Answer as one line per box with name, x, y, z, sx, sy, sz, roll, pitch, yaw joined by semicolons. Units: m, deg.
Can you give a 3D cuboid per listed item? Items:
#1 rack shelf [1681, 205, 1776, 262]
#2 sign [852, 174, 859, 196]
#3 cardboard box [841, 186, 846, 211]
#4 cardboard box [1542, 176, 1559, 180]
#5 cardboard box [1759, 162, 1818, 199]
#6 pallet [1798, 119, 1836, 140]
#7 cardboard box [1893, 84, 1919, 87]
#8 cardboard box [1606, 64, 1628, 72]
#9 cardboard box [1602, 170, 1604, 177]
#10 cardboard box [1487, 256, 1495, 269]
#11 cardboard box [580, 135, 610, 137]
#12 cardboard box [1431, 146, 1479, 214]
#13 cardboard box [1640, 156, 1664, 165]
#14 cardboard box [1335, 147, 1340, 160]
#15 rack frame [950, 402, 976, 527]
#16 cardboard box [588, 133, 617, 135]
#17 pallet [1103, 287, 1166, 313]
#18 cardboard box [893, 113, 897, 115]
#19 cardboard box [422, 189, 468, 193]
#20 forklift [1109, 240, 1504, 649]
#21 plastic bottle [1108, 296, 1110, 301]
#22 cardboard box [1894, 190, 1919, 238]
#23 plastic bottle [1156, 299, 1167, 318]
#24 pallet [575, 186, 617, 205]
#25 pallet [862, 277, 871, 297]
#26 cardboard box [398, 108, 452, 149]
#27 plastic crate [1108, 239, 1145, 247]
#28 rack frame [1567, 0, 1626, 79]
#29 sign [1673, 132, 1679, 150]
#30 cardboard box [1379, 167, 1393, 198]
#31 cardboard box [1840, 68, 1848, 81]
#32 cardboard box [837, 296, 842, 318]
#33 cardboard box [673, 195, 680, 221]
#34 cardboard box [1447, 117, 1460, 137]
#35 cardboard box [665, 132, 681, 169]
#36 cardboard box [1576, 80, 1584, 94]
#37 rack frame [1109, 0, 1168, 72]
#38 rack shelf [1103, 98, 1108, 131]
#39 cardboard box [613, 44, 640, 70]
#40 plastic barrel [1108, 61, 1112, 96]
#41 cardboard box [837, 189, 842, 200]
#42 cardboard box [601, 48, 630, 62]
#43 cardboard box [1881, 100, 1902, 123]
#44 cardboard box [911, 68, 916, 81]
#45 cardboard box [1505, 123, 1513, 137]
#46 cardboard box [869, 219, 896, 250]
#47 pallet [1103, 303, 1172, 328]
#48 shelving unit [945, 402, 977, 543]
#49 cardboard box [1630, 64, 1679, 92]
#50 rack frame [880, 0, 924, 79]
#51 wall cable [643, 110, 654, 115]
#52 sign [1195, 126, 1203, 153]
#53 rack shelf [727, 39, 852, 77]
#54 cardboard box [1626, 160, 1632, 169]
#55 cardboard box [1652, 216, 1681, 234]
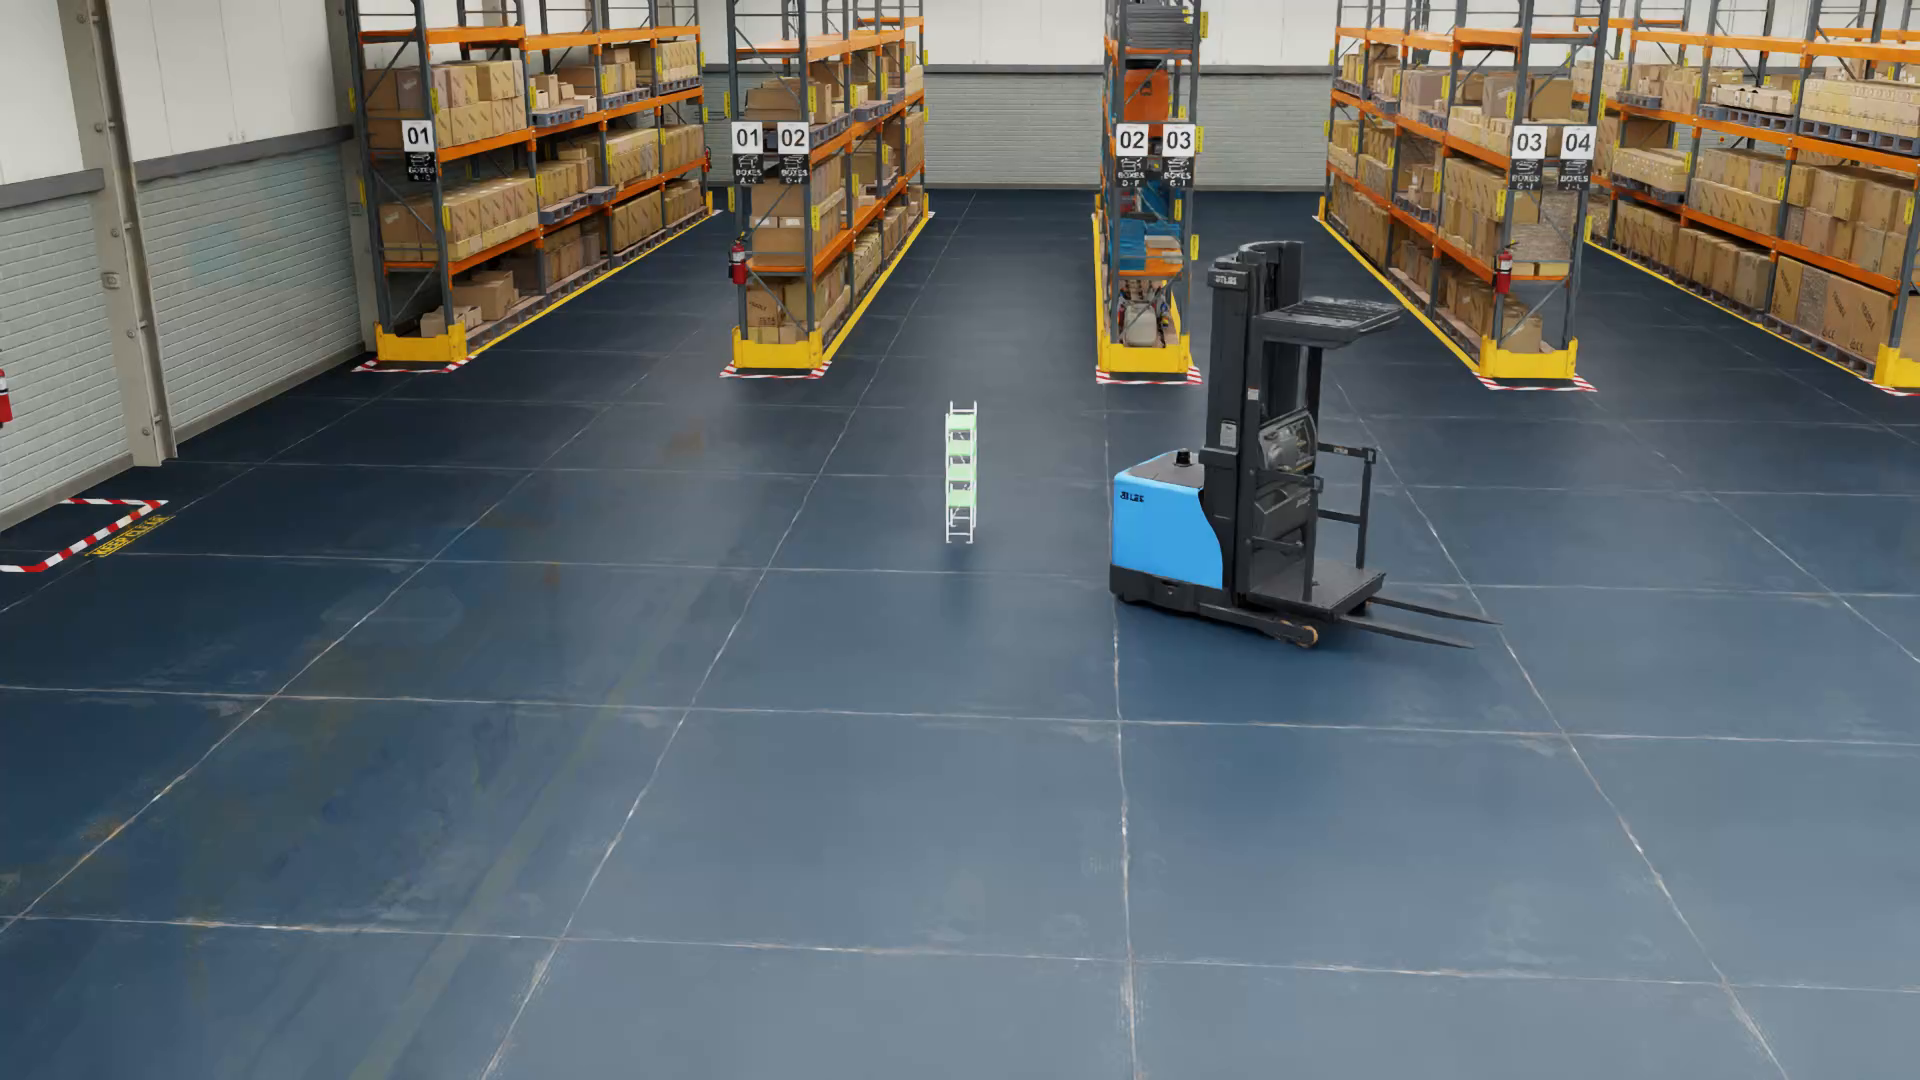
rack shelf;12.800;-4.945;26.680;1.077;0.370;4.000;1;18;4
sign;-1.610;-5.468;25.601;0.100;0.325;0.005;1;18;4
cardboard box;-2.054;-5.480;26.995;0.500;0.500;0.500;3;18;8
cardboard box;7.784;-4.550;22.074;0.500;0.500;0.500;1;18;4
cardboard box;12.722;-5.503;25.460;0.700;0.500;0.500;1;18;3
pallet;12.588;-5.795;23.445;1.003;0.211;1.213;1;18;4
cardboard box;12.857;-6.085;22.475;0.380;0.149;0.250;1;18;3
cardboard box;13.047;-9.359;32.976;0.380;0.149;0.250;1;18;2
cardboard box;13.006;-7.289;33.082;0.380;0.149;0.250;2;18;6
cardboard box;7.230;-3.696;22.116;0.380;0.149;0.250;1;18;4
cardboard box;-6.928;-7.562;31.635;0.500;0.250;0.500;1;18;3
cardboard box;7.914;-5.536;25.691;1.000;1.000;1.000;1;18;4
cardboard box;12.636;-6.916;30.313;0.380;0.149;0.250;2;18;6
cardboard box;8.203;-8.145;35.052;0.500;0.250;0.500;1;18;2
rack frame;0.029;-0.697;15.451;0.240;1.200;0.015;1;18;4
cardboard box;-6.886;-7.724;32.130;0.500;0.250;0.500;1;18;2
pallet;2.794;-3.838;26.625;1.003;0.211;1.213;1;18;4
cardboard box;-1.628;-8.986;36.089;0.500;0.500;0.500;1;18;4
cardboard box;-7.455;-4.816;24.136;0.500;0.500;0.500;2;18;5
forklift;2.722;-0.755;12.848;3.031;2.935;1.130;13;22;34
plastic bottle;2.291;-3.569;24.872;0.144;0.351;0.185;1;18;2
cardboard box;12.435;-4.123;21.039;0.875;0.550;0.550;1;18;4
plastic bottle;2.966;-3.417;24.528;0.152;0.276;0.135;2;18;5
pallet;-6.763;-6.067;29.257;1.213;0.211;1.003;1;18;4
pallet;-2.065;-4.315;28.079;1.003;0.211;1.213;1;18;4
cardboard box;-7.118;-5.478;22.142;0.500;0.500;0.500;2;18;5
plastic crate;2.280;-3.969;22.786;0.499;0.251;0.408;1;18;4
rack frame;13.517;-11.244;35.113;1.000;3.000;0.127;1;18;4
sign;13.784;-7.690;32.041;0.100;0.325;0.005;1;18;4
cardboard box;7.834;-6.411;29.839;0.500;0.500;0.500;1;18;3
cardboard box;18.305;-9.480;33.856;0.500;0.311;0.500;2;18;5
cardboard box;-2.046;-3.464;24.745;0.500;0.250;0.500;1;18;4
cardboard box;-6.336;-7.022;35.203;0.700;0.500;0.500;1;18;3
cardboard box;7.429;-6.028;24.254;0.500;0.250;0.500;1;18;2
cardboard box;-6.418;-8.162;34.859;0.980;0.700;0.700;1;18;3
cardboard box;13.188;-9.450;34.696;0.500;0.250;0.500;2;18;6
rack frame;3.064;-9.012;28.301;1.000;3.000;0.127;1;18;4
rack shelf;3.207;-7.866;30.776;1.077;0.370;4.000;1;18;4
cardboard box;-6.714;-9.804;33.738;0.500;0.500;0.500;1;18;3
plastic barrel;2.788;-7.574;27.926;0.600;0.901;0.600;0;18;0
cardboard box;-1.989;-5.220;25.162;0.380;0.149;0.250;1;18;3
cardboard box;-6.725;-9.392;32.208;0.500;0.250;0.500;3;18;8
cardboard box;12.163;-5.480;21.267;0.500;0.250;0.500;1;18;4
cardboard box;-1.190;-9.718;34.711;0.500;0.250;0.500;1;18;4
cardboard box;7.139;-5.203;21.094;0.380;0.149;0.250;1;18;4
cardboard box;-1.486;-5.747;31.281;0.500;0.500;0.500;1;18;3
pallet;2.687;-3.386;25.244;1.003;0.211;1.213;1;18;4
shelving unit;0.012;-0.622;15.220;0.258;1.200;0.503;1;18;4
cardboard box;13.094;-8.708;31.356;0.700;0.500;0.500;1;18;4
rack frame;-1.303;-11.608;36.225;1.000;3.000;0.127;1;18;4
wall cable;-7.096;-9.768;38.613;0.084;1.984;1.851;1;18;4
sign;3.038;-5.092;21.142;0.100;0.325;0.005;1;18;4
rack shelf;-2.307;-6.728;23.129;1.077;0.370;4.000;1;18;4
cardboard box;12.691;-7.019;31.104;0.380;0.149;0.250;1;18;2
cardboard box;12.757;-5.652;29.817;0.500;0.250;0.500;2;18;5
